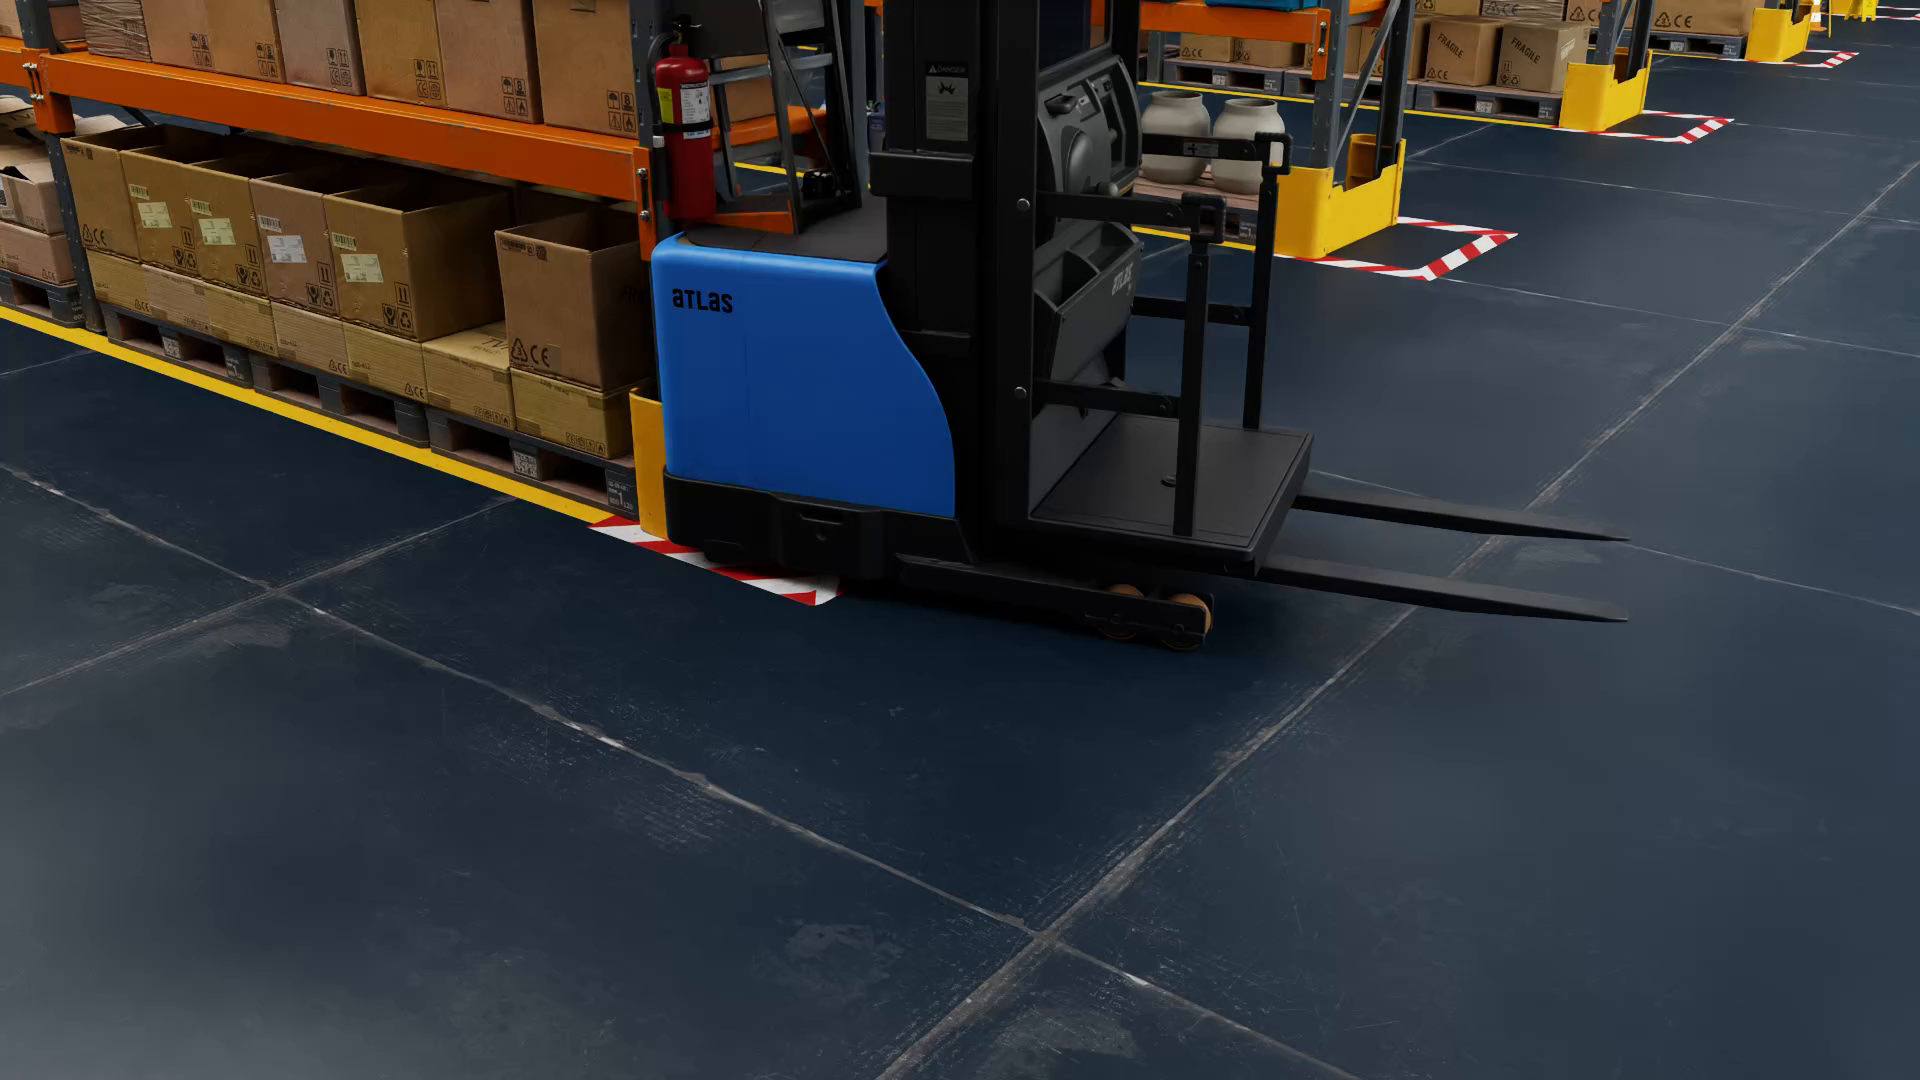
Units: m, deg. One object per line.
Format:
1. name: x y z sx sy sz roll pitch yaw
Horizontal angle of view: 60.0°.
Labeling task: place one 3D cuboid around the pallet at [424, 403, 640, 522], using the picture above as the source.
1. pallet: -1.319 -0.462 6.538 1.213 0.211 1.003 17 29 33

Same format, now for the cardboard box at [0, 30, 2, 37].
1. cardboard box: -4.696 -2.626 8.157 0.258 0.266 0.396 16 28 32

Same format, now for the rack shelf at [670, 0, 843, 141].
1. rack shelf: -0.695 -1.552 5.298 0.480 0.518 0.431 4 22 28

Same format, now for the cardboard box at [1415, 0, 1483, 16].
1. cardboard box: 5.579 -6.351 18.558 0.875 0.875 0.875 17 29 34

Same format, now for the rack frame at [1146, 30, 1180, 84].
1. rack frame: 2.062 -5.730 15.034 0.127 3.000 1.000 17 29 33

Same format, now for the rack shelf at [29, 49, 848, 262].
1. rack shelf: -2.282 -1.721 6.829 4.000 0.370 1.077 17 29 33

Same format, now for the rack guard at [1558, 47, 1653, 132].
1. rack guard: 5.202 -3.637 13.384 0.348 0.500 1.175 17 29 33

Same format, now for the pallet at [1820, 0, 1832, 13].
1. pallet: 10.516 -6.910 21.171 1.213 0.211 1.003 17 29 33

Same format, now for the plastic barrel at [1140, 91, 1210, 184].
1. plastic barrel: 1.319 -2.474 10.209 0.421 0.512 0.421 0 24 0

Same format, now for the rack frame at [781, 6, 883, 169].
1. rack frame: -0.909 -4.132 11.407 0.127 3.000 1.000 17 29 33

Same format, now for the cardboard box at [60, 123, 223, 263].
1. cardboard box: -3.699 -1.598 7.616 0.500 0.500 0.500 17 29 33

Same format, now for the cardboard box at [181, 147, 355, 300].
1. cardboard box: -2.899 -1.356 7.068 0.500 0.500 0.500 17 29 33

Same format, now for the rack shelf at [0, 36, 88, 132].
1. rack shelf: -5.483 -2.689 9.024 4.000 0.370 1.077 17 29 33

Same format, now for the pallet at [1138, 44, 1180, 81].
1. pallet: 1.438 -4.641 16.022 1.213 0.211 1.003 17 29 33

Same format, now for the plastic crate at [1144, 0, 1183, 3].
1. plastic crate: 1.196 -3.280 9.658 0.408 0.251 0.499 17 29 33

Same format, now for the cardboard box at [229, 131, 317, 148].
1. cardboard box: -2.987 -1.645 7.723 0.500 0.500 0.500 17 29 33

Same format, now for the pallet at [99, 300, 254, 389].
1. pallet: -3.271 -1.053 7.877 1.213 0.211 1.003 17 29 33

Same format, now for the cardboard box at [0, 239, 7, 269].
1. cardboard box: -4.792 -1.598 8.546 0.500 0.250 0.500 16 29 33

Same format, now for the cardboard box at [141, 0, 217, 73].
1. cardboard box: -3.098 -2.349 7.238 0.500 0.500 0.700 16 29 33

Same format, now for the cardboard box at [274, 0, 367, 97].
1. cardboard box: -2.288 -2.103 6.679 0.500 0.500 0.700 18 29 35

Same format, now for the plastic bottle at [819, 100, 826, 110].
1. plastic bottle: -0.917 -2.866 11.372 0.097 0.271 0.097 0 24 0

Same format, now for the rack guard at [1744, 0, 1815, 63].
1. rack guard: 8.337 -5.188 16.906 0.348 0.500 1.175 17 29 33

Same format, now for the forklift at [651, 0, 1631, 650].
1. forklift: 0.584 -1.253 4.958 3.031 2.935 1.130 9 25 19

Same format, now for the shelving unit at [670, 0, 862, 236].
1. shelving unit: -0.620 -0.907 5.523 0.503 2.100 0.431 4 22 28

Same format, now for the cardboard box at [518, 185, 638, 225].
1. cardboard box: -1.379 -1.166 6.635 0.500 0.500 0.500 17 29 33

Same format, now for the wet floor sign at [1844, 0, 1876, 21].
1. wet floor sign: 10.716 -6.491 19.682 0.267 0.644 0.232 -15 28 -30

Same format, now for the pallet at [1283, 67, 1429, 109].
1. pallet: 3.601 -4.008 14.584 1.213 0.211 1.003 17 29 33

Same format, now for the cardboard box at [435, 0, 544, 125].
1. cardboard box: -1.471 -1.855 6.117 0.500 0.500 0.700 18 29 35

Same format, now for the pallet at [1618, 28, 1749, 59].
1. pallet: 7.631 -5.230 17.359 1.213 0.211 1.003 17 29 33

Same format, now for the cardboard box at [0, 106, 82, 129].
1. cardboard box: -5.295 -2.277 9.390 0.500 0.311 0.500 18 29 35

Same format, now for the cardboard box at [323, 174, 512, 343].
1. cardboard box: -2.098 -1.115 6.519 0.500 0.500 0.500 17 29 33

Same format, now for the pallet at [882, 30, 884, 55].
1. pallet: -0.515 -5.231 17.361 1.213 0.211 1.003 17 29 33

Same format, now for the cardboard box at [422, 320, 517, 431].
1. cardboard box: -1.695 -0.652 6.400 0.500 0.250 0.500 17 29 33

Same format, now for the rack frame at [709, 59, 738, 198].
1. rack frame: -0.836 -0.922 5.636 0.015 2.100 0.400 4 22 28

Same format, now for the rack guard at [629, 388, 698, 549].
1. rack guard: -0.662 -0.417 6.077 0.348 0.500 1.175 17 29 33

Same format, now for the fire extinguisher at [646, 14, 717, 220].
1. fire extinguisher: -0.866 -1.353 5.197 0.183 0.674 0.296 17 29 33

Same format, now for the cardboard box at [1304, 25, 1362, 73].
1. cardboard box: 3.365 -4.407 14.612 0.500 0.500 0.500 14 27 29

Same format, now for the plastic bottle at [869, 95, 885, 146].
1. plastic bottle: -0.512 -2.792 11.105 0.185 0.351 0.144 18 29 35

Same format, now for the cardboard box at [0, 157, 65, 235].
1. cardboard box: -4.378 -1.730 8.151 0.500 0.311 0.500 17 29 33

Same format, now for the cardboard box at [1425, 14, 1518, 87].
1. cardboard box: 4.274 -4.100 13.916 0.500 0.500 0.500 -17 29 -34

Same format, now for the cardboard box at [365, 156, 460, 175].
1. cardboard box: -2.176 -1.409 7.187 0.500 0.500 0.500 17 29 33

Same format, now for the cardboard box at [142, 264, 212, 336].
1. cardboard box: -3.296 -1.136 7.497 0.500 0.250 0.500 17 29 33

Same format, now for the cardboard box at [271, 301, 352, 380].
1. cardboard box: -2.495 -0.894 6.949 0.500 0.250 0.500 17 29 33

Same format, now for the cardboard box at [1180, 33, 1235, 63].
1. cardboard box: 2.358 -4.668 15.204 0.500 0.500 0.500 16 28 32

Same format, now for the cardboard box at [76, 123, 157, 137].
1. cardboard box: -4.461 -2.028 8.826 0.500 0.311 0.500 16 29 33

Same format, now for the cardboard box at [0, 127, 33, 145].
1. cardboard box: -5.196 -1.976 8.707 0.500 0.311 0.500 17 29 33

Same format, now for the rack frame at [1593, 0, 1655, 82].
1. rack frame: 5.263 -4.762 12.838 0.127 3.000 1.000 17 29 33

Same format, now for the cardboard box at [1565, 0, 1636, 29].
1. cardboard box: 7.031 -5.913 17.564 0.875 0.875 0.875 16 29 32
